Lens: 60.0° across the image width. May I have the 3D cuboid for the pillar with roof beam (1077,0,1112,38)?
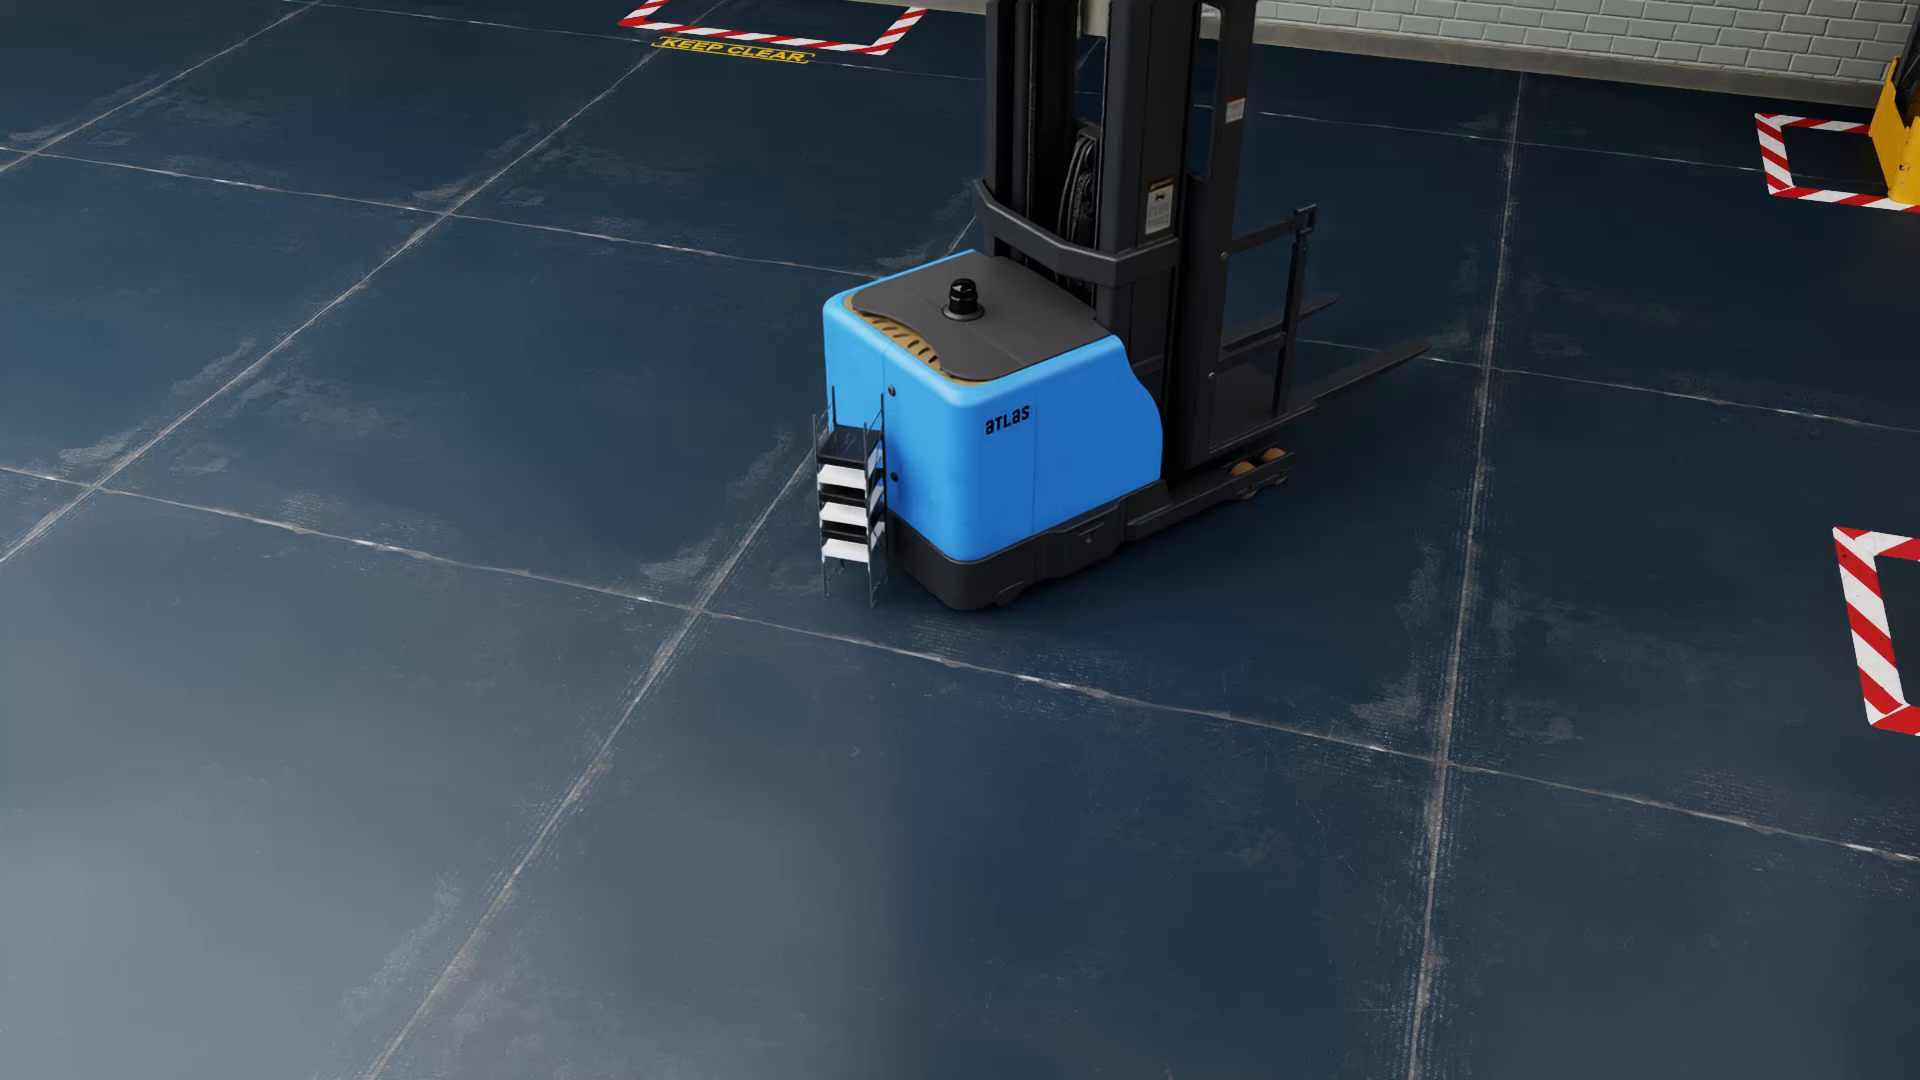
[{"bbox_3d":[-0.215,-4.963,6.401,0.400,9.000,9.100,10,38,14],"label":"pillar with roof beam"}]

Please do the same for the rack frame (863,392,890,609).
[{"bbox_3d":[-0.334,-0.148,6.692,0.006,0.900,0.240,9,37,12],"label":"rack frame"}]

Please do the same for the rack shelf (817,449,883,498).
[{"bbox_3d":[-0.432,-0.282,6.626,0.200,0.077,0.258,9,37,12],"label":"rack shelf"}]

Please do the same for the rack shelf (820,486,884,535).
[{"bbox_3d":[-0.432,-0.137,6.733,0.200,0.077,0.258,9,37,12],"label":"rack shelf"}]

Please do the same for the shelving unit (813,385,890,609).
[{"bbox_3d":[-0.432,-0.164,6.713,0.210,0.900,0.258,9,37,12],"label":"shelving unit"}]

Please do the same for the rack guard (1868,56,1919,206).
[{"bbox_3d":[5.943,-2.536,10.274,0.348,0.500,1.175,10,38,14],"label":"rack guard"}]

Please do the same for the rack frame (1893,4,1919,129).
[{"bbox_3d":[5.870,-3.556,9.551,0.127,3.000,1.000,10,38,14],"label":"rack frame"}]

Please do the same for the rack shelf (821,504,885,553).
[{"bbox_3d":[-0.432,-0.064,6.786,0.200,0.077,0.258,9,37,12],"label":"rack shelf"}]

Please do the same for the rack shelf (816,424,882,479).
[{"bbox_3d":[-0.432,-0.354,6.573,0.200,0.077,0.258,9,37,12],"label":"rack shelf"}]

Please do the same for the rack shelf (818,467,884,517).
[{"bbox_3d":[-0.432,-0.209,6.680,0.200,0.077,0.258,9,37,12],"label":"rack shelf"}]

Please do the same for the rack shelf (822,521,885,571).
[{"bbox_3d":[-0.432,0.008,6.840,0.200,0.077,0.258,9,37,12],"label":"rack shelf"}]

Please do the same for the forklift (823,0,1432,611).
[{"bbox_3d":[0.911,-1.593,6.942,3.031,2.935,1.130,-24,42,-29],"label":"forklift"}]

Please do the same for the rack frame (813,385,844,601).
[{"bbox_3d":[-0.530,-0.180,6.735,0.006,0.900,0.240,9,37,12],"label":"rack frame"}]
